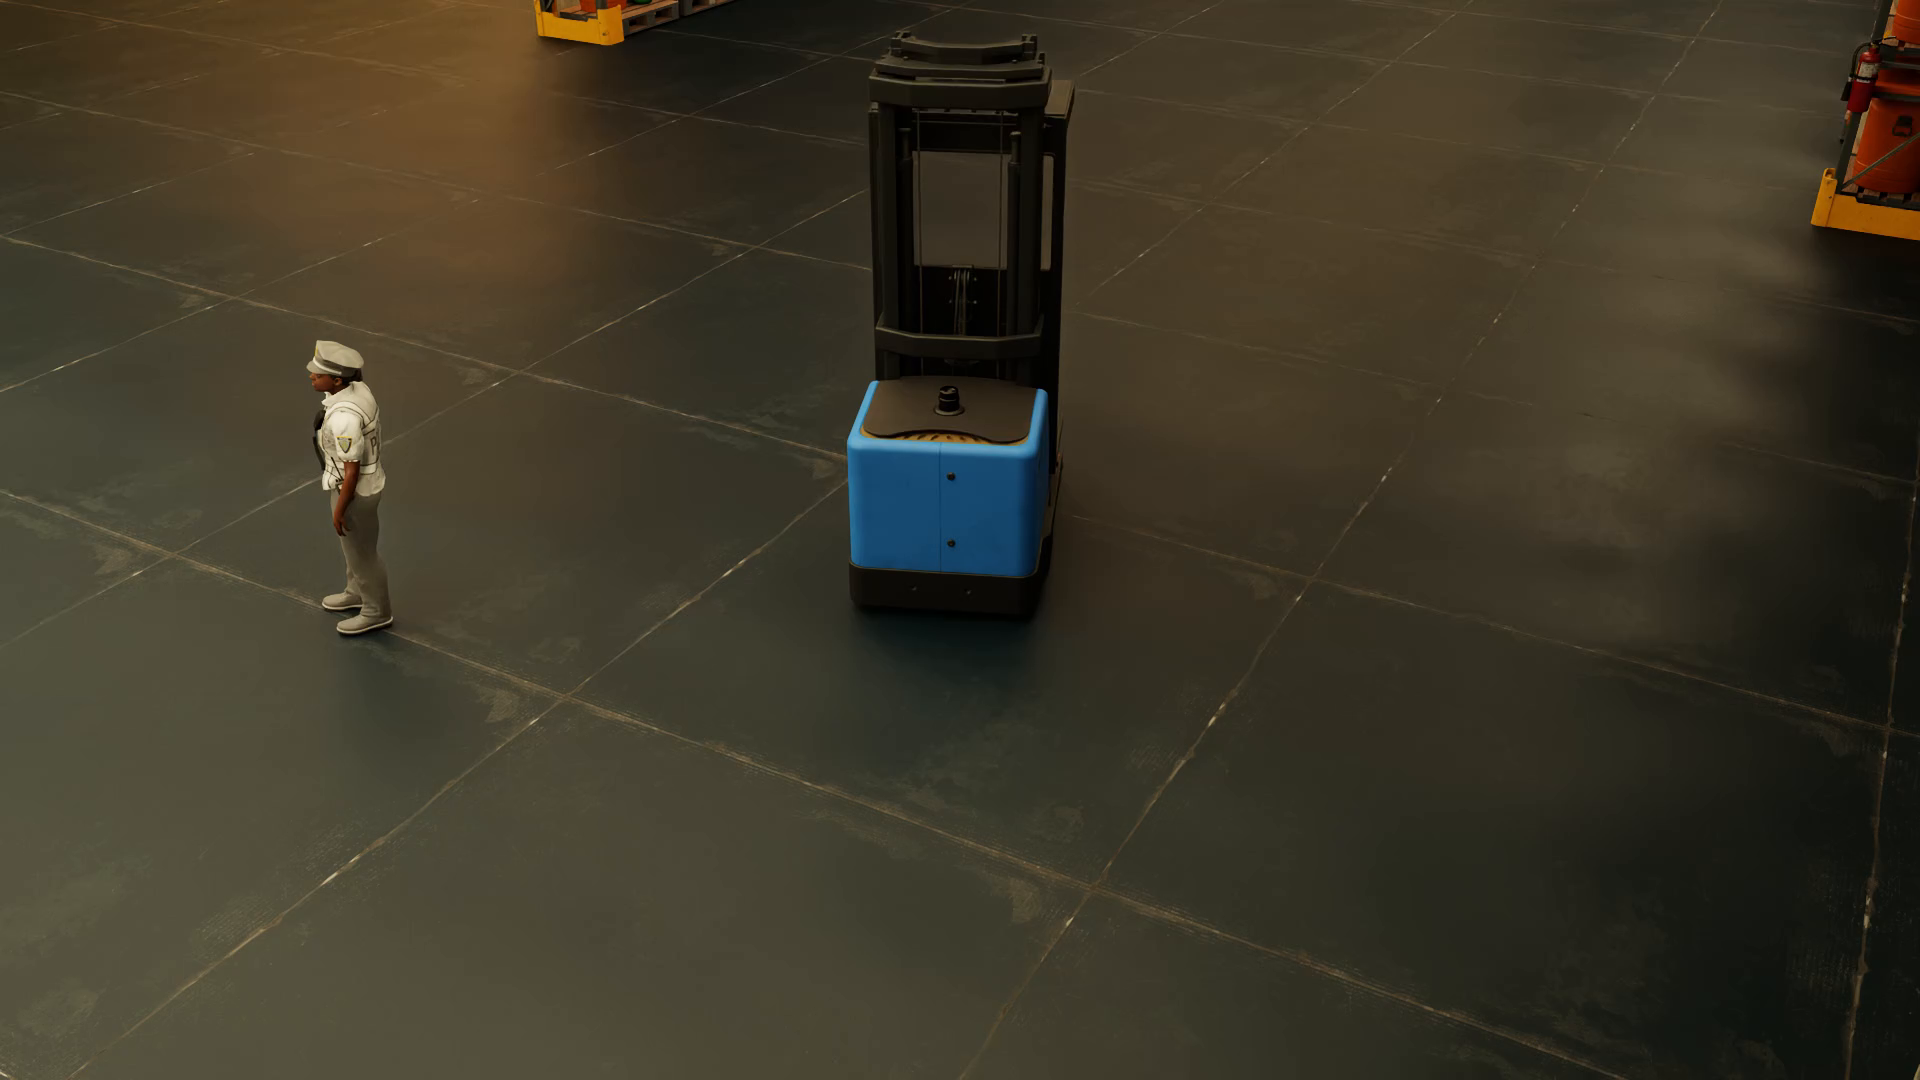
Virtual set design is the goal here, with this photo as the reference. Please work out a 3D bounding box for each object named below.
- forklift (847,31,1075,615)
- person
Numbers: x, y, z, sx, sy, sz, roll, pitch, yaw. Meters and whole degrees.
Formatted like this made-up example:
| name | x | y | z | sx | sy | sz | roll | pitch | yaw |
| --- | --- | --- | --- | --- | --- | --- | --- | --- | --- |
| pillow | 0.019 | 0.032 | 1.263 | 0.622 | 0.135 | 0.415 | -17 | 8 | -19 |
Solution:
| name | x | y | z | sx | sy | sz | roll | pitch | yaw |
| --- | --- | --- | --- | --- | --- | --- | --- | --- | --- |
| forklift | 0.072 | -1.572 | 9.794 | 1.130 | 2.935 | 3.031 | 3 | 30 | 6 |
| person | -3.270 | -0.274 | 8.768 | 0.530 | 1.694 | 0.569 | -6 | 31 | -10 |
